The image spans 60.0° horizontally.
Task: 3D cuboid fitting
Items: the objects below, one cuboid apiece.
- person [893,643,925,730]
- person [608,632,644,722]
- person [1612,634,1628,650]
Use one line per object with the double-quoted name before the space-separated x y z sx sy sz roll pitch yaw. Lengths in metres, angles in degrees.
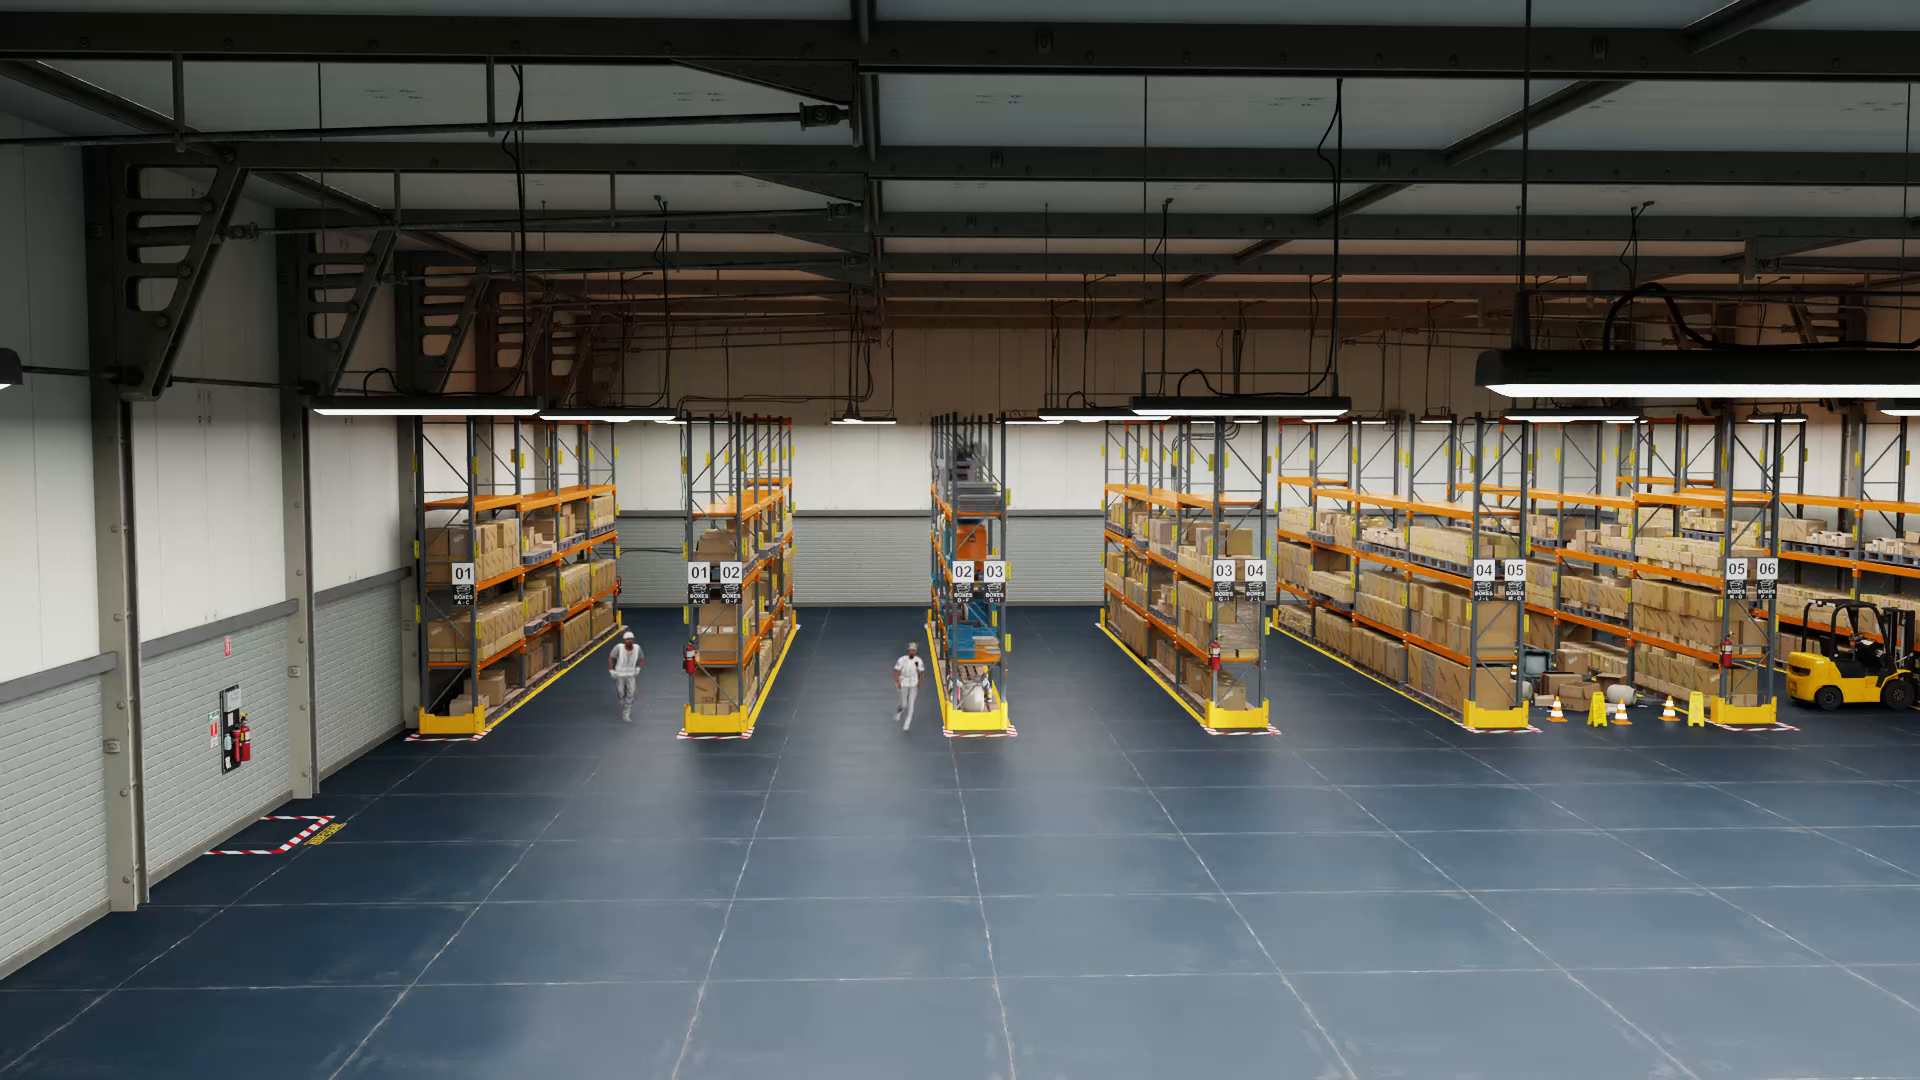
"person" -0.970 2.781 31.679 0.579 1.688 0.571 -1 4 -14
"person" -6.552 2.653 32.646 0.699 1.744 0.786 -1 4 -20
"person" 16.293 2.109 40.854 0.556 1.635 0.616 0 4 -2
